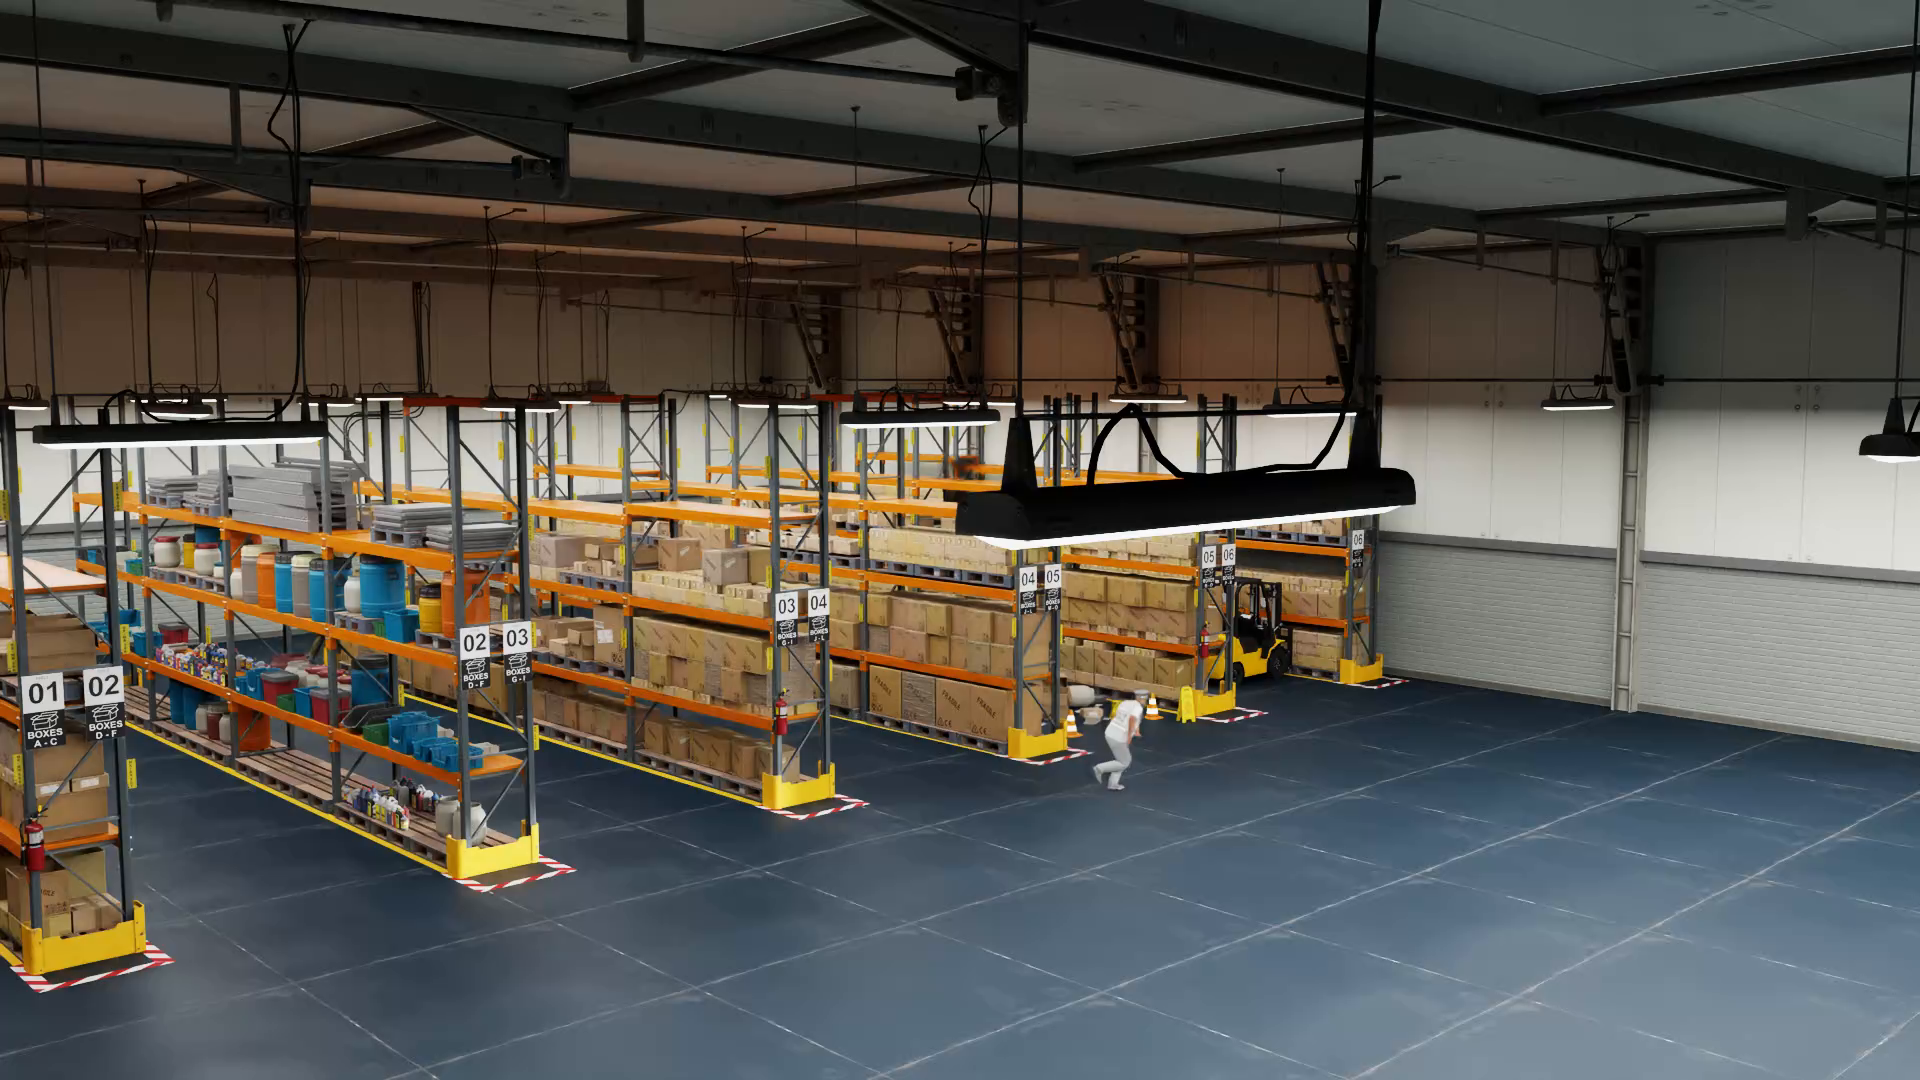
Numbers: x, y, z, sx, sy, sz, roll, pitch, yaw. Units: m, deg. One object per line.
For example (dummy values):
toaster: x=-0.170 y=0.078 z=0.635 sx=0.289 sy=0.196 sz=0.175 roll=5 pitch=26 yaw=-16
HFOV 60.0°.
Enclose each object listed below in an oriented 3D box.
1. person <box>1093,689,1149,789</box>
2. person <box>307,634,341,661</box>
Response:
person: x=2.489 y=3.098 z=25.608 sx=0.931 sy=1.554 sz=0.682 roll=-2 pitch=6 yaw=-18
person: x=-14.213 y=1.904 z=37.151 sx=0.788 sy=1.753 sz=0.770 roll=-5 pitch=7 yaw=-40
